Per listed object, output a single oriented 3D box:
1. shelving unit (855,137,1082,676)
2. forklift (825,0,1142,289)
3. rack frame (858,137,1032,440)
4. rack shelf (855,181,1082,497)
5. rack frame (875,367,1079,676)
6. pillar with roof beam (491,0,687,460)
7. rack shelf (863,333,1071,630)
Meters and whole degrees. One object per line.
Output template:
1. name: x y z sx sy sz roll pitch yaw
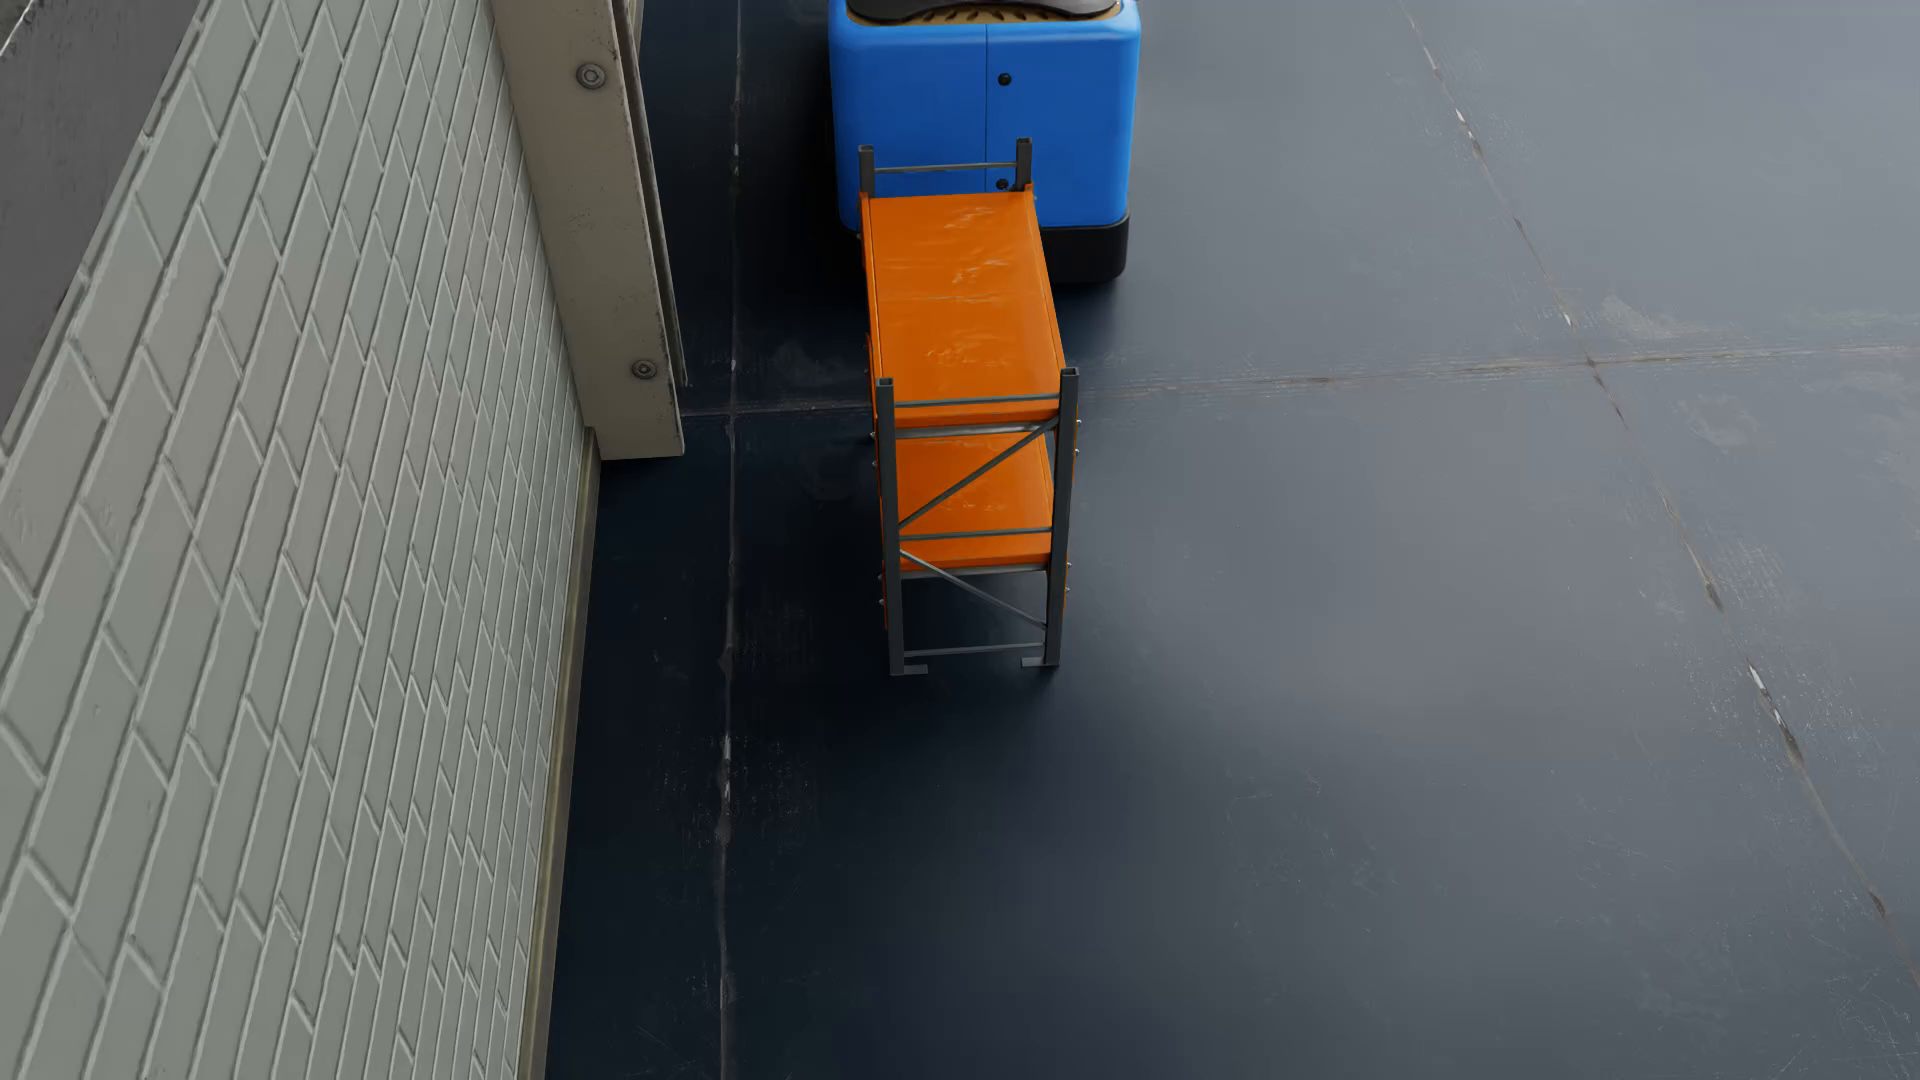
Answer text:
1. shelving unit: 0.001 -0.382 4.837 0.538 1.125 1.048 -3 47 -3
2. forklift: 0.009 -2.977 6.051 1.130 2.935 3.031 -2 47 -2
3. rack frame: -0.042 -0.750 5.185 0.500 1.125 0.032 -3 47 -3
4. rack shelf: 0.001 -0.583 4.624 0.538 0.278 1.000 -3 47 -3
5. rack frame: 0.043 -0.014 4.489 0.500 1.125 0.032 -3 47 -3
6. pillar with roof beam: 3.203 -3.771 2.624 9.100 9.000 0.400 -3 47 -3
7. rack shelf: 0.001 -0.214 5.014 0.538 0.278 1.000 -3 47 -3
